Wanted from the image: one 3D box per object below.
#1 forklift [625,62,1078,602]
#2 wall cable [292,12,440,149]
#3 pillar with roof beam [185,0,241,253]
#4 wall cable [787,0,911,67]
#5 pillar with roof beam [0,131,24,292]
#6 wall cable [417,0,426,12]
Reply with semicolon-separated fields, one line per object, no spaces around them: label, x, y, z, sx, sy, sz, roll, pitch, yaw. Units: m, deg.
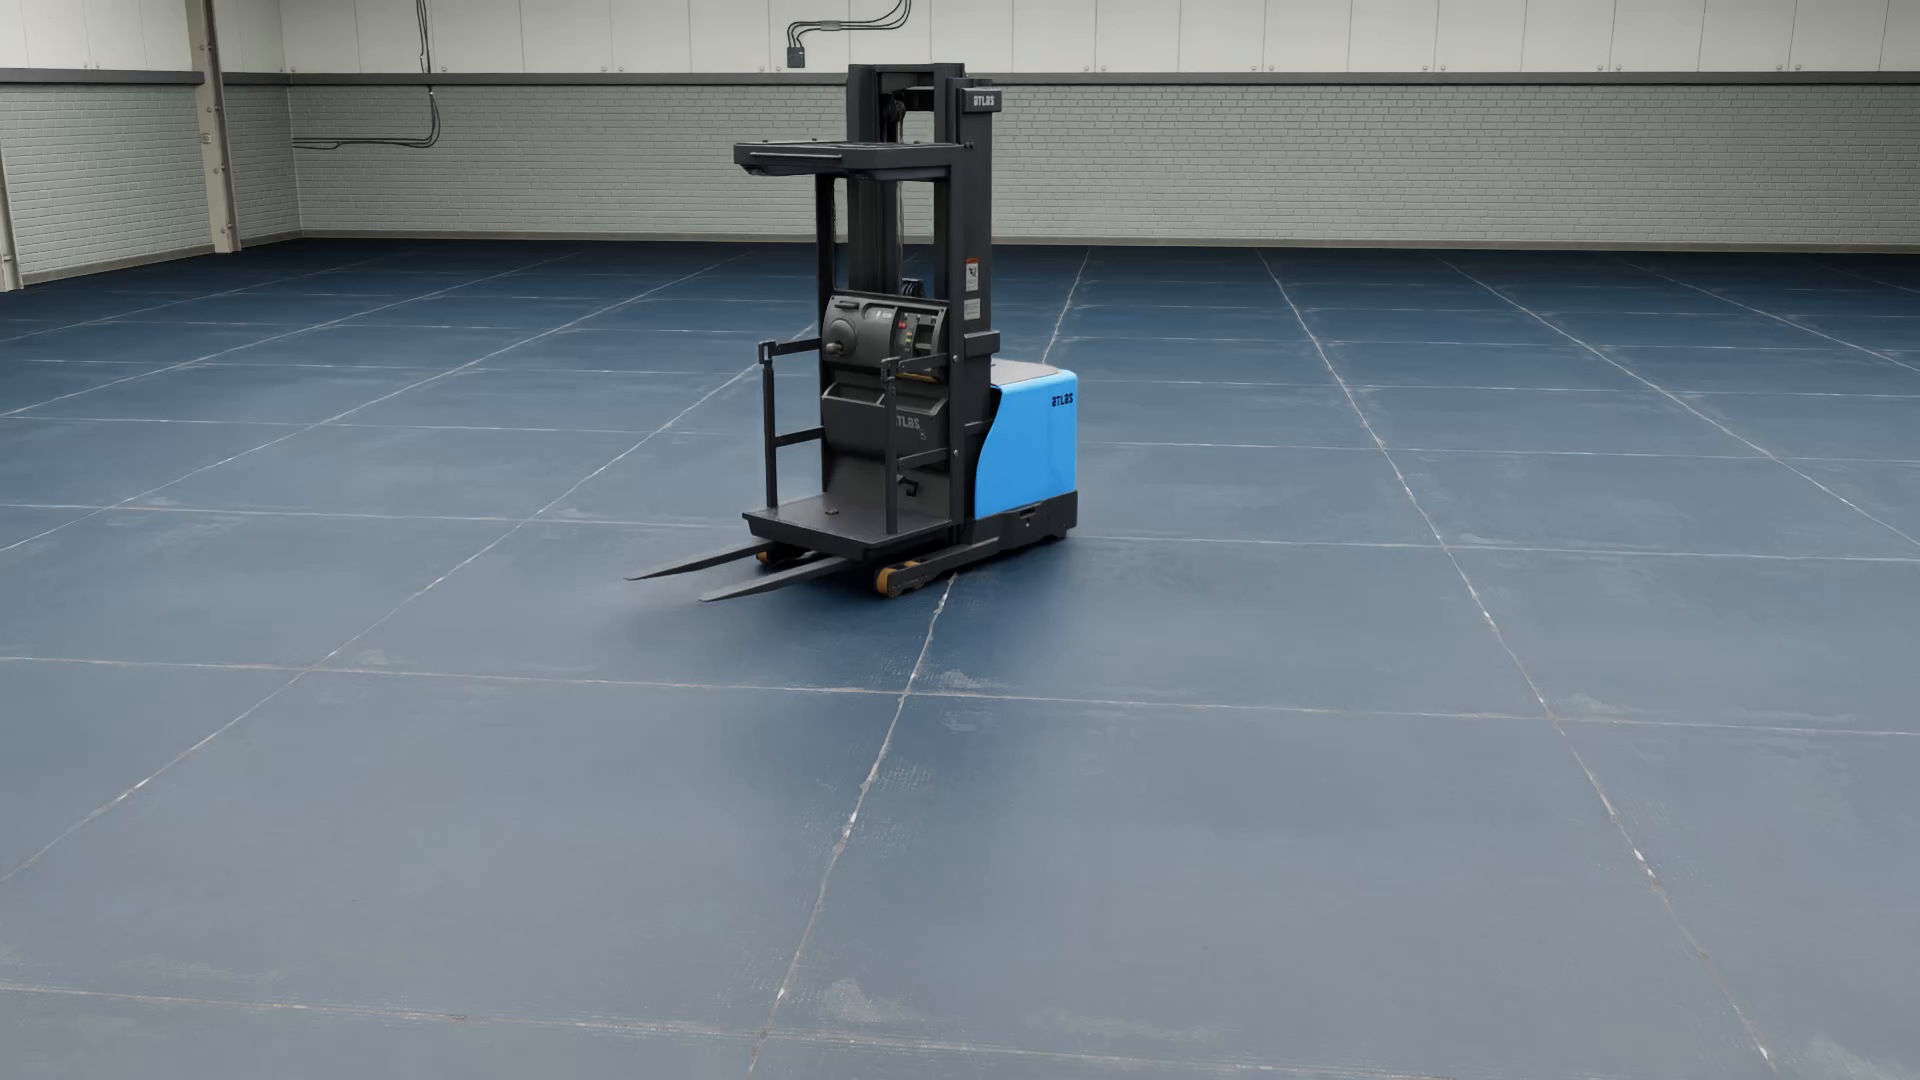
forklift;-0.587;-1.238;9.624;1.130;2.935;3.031;13;20;39
wall cable;-11.462;-8.734;31.670;3.097;2.526;0.112;2;15;6
pillar with roof beam;-8.831;-9.381;28.114;9.100;9.000;0.400;2;15;6
wall cable;-2.031;-11.591;29.772;2.305;6.003;0.169;2;15;6
pillar with roof beam;-9.508;-7.825;22.359;9.100;9.000;0.400;2;15;6
wall cable;-8.774;-11.092;30.716;3.097;2.526;0.112;2;15;6
